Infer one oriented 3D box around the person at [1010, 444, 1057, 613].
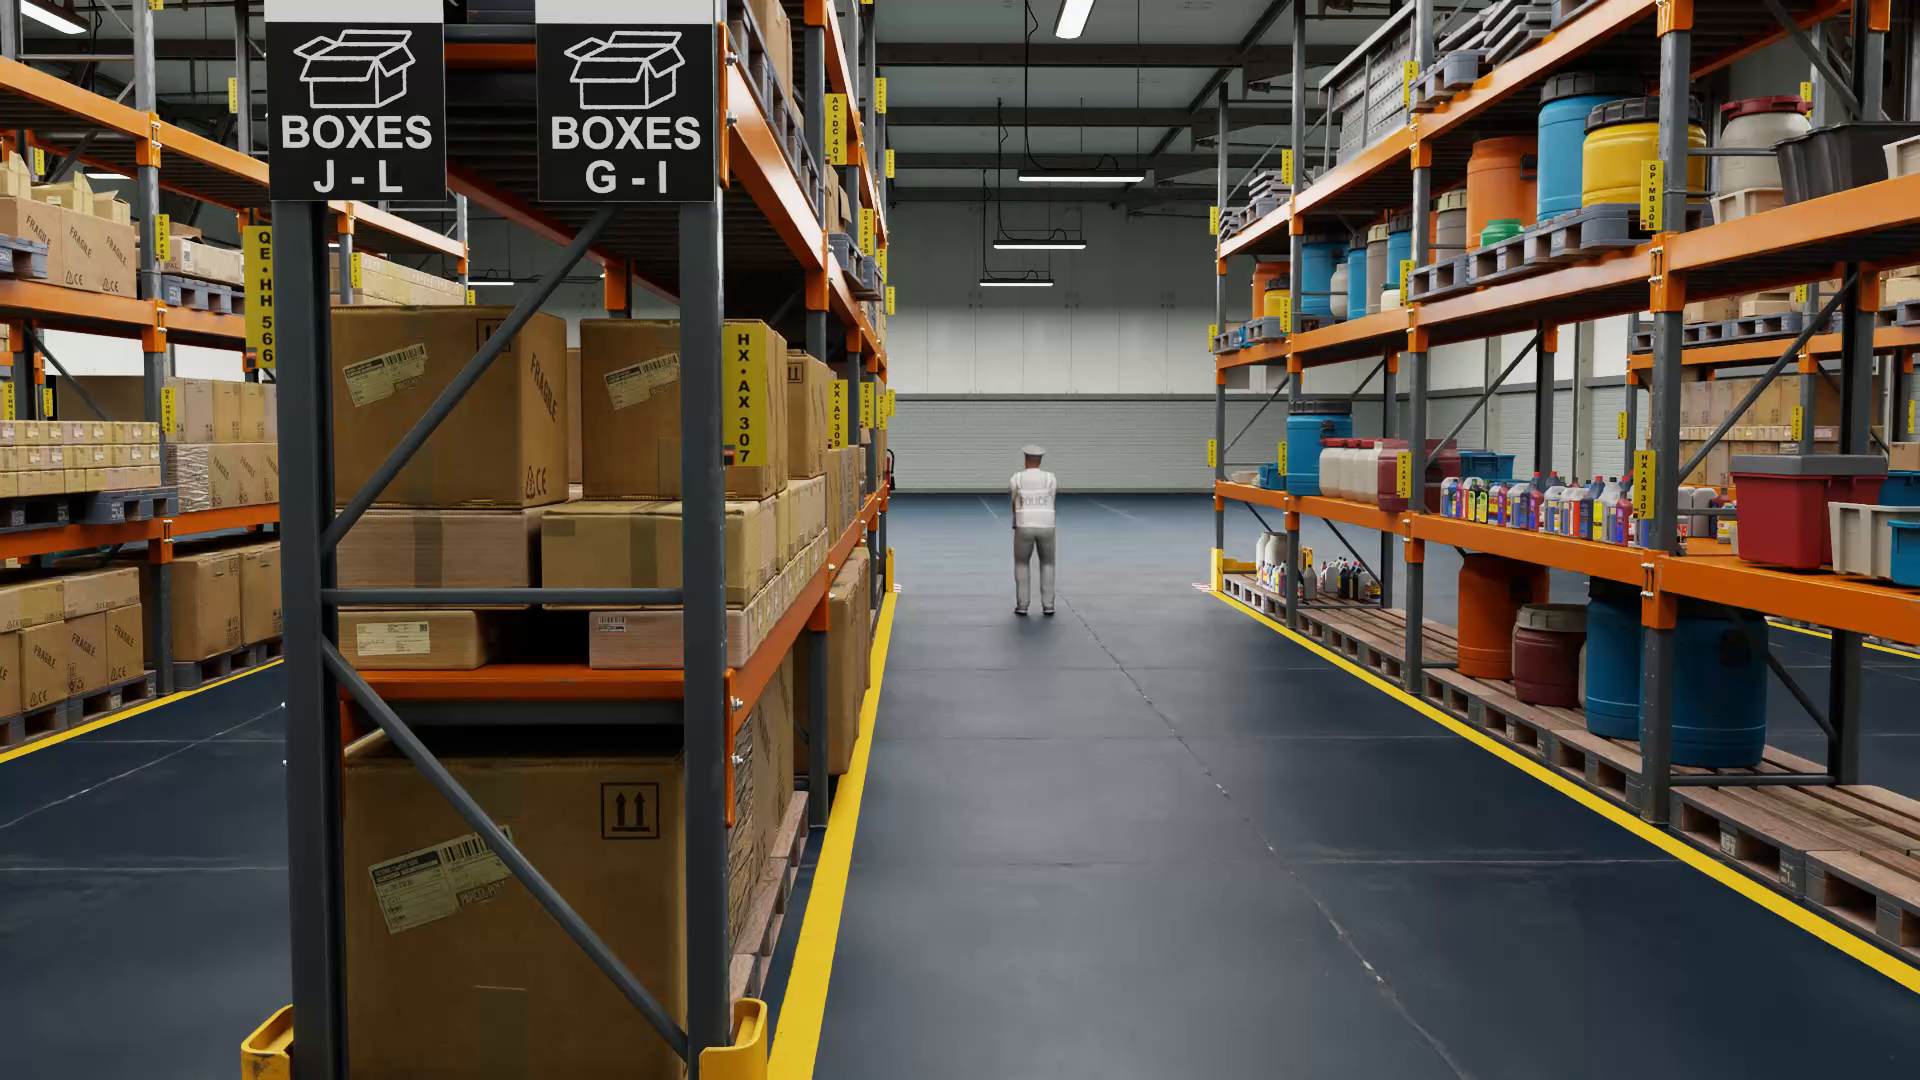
[{"bbox_3d":[0.762,-0.119,17.395,0.491,1.771,0.559,0,4,-1],"label":"person"}]
